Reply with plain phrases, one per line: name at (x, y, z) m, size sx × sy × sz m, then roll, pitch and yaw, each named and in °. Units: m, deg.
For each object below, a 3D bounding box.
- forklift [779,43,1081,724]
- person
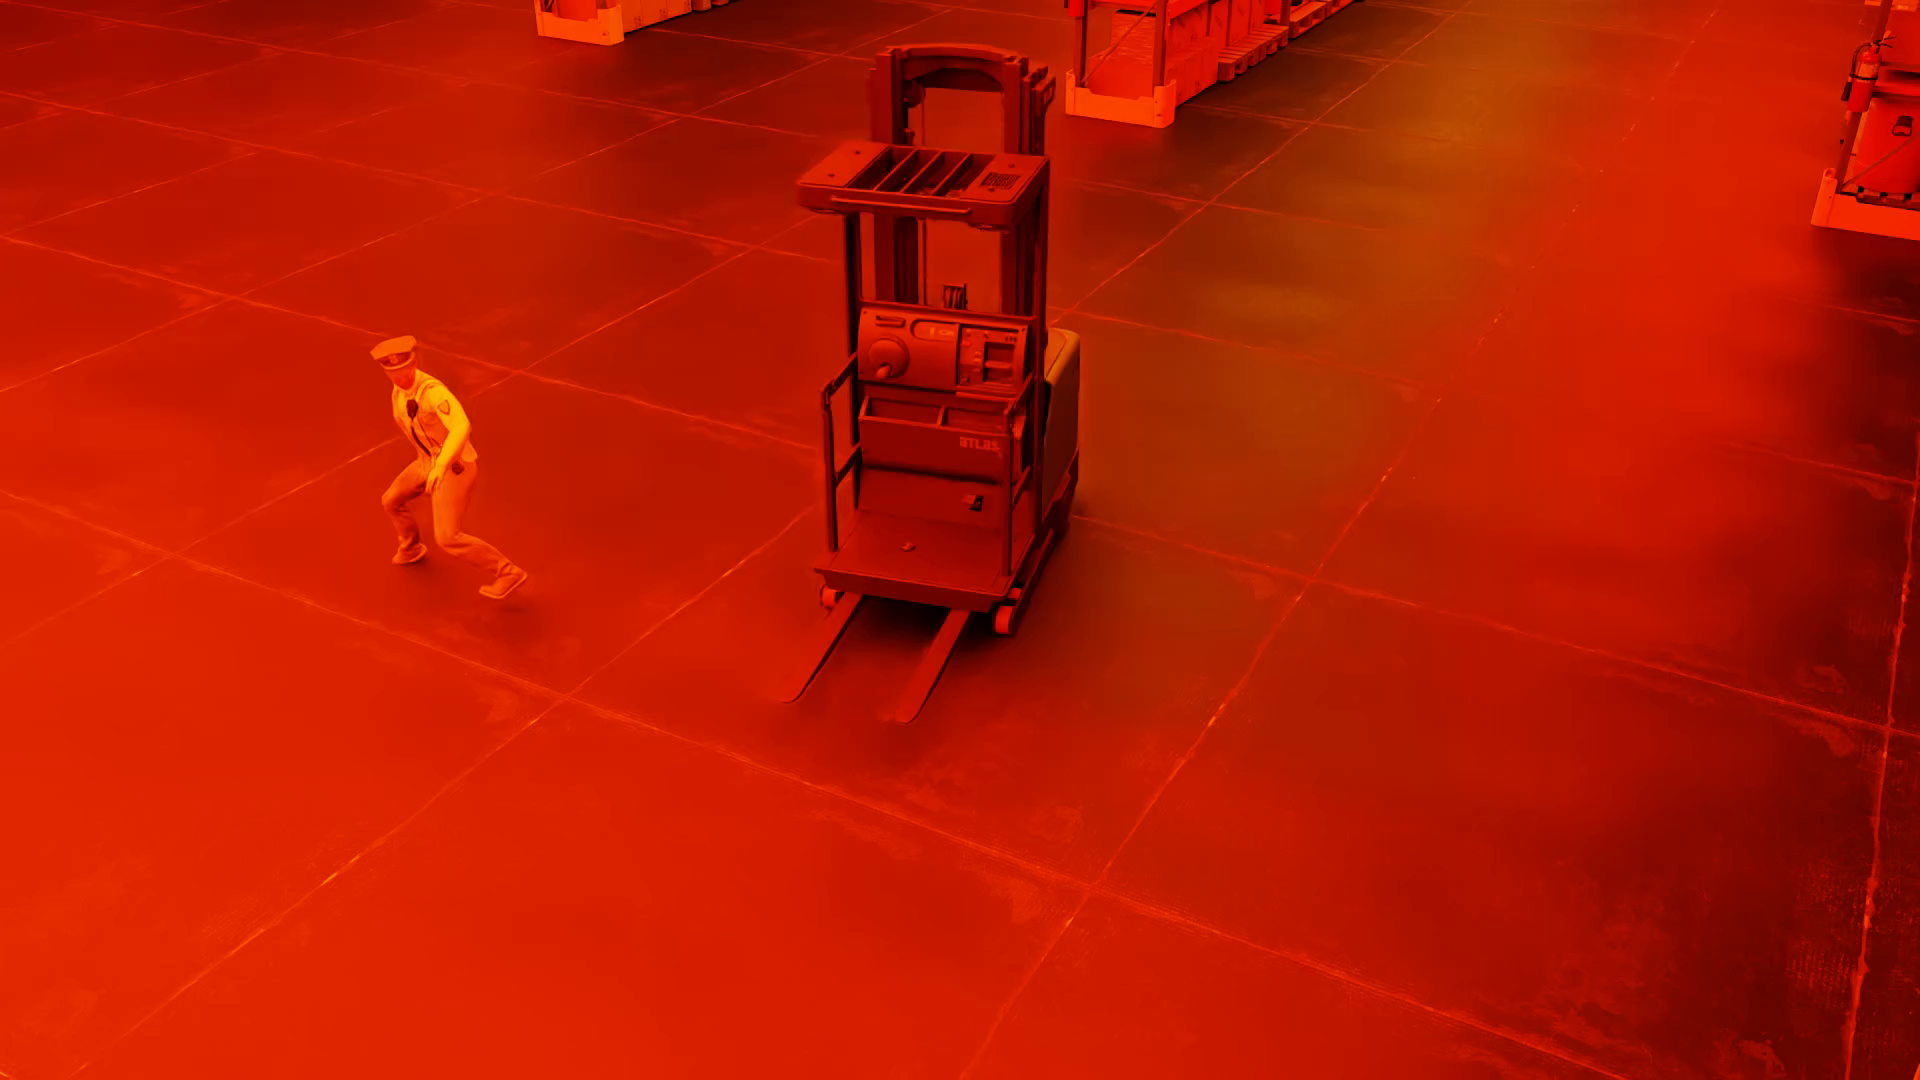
forklift at (-0.154, -0.966, 8.745) m, size 1.130 × 2.935 × 3.031 m, roll 8°, pitch 31°, yaw 14°
person at (-2.944, -0.407, 9.272) m, size 0.526 × 1.579 × 1.100 m, roll -21°, pitch 36°, yaw -31°
